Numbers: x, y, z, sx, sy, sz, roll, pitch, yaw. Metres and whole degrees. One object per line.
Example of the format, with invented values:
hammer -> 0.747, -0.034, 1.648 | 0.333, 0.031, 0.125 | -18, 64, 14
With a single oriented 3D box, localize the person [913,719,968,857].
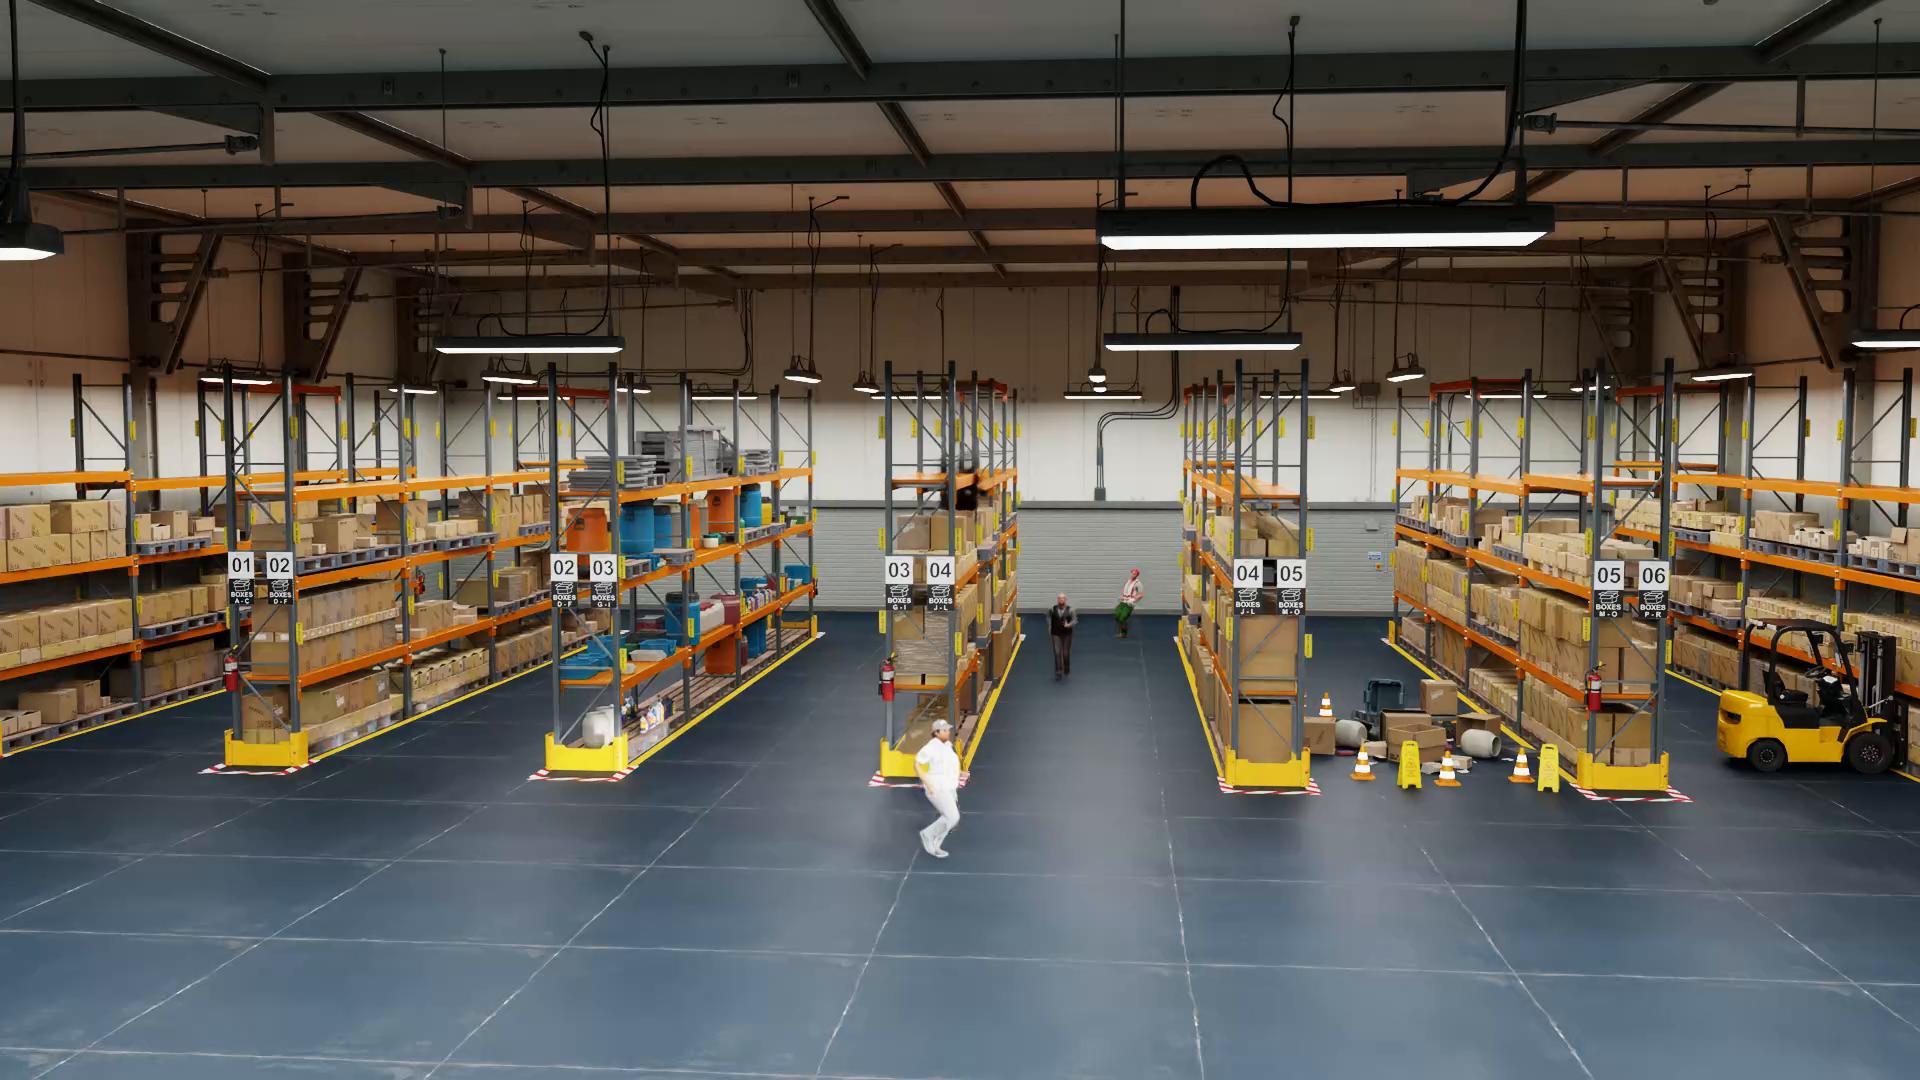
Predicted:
person -> -0.173, 2.907, 19.417 | 0.559, 1.620, 0.606 | 2, 4, 29

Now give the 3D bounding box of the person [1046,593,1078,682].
person -> 2.045, 1.938, 33.490 | 0.660, 1.733, 0.829 | 1, 4, 8

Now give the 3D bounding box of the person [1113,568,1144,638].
person -> 3.995, 1.524, 39.881 | 0.554, 1.698, 0.739 | -3, 5, -37
